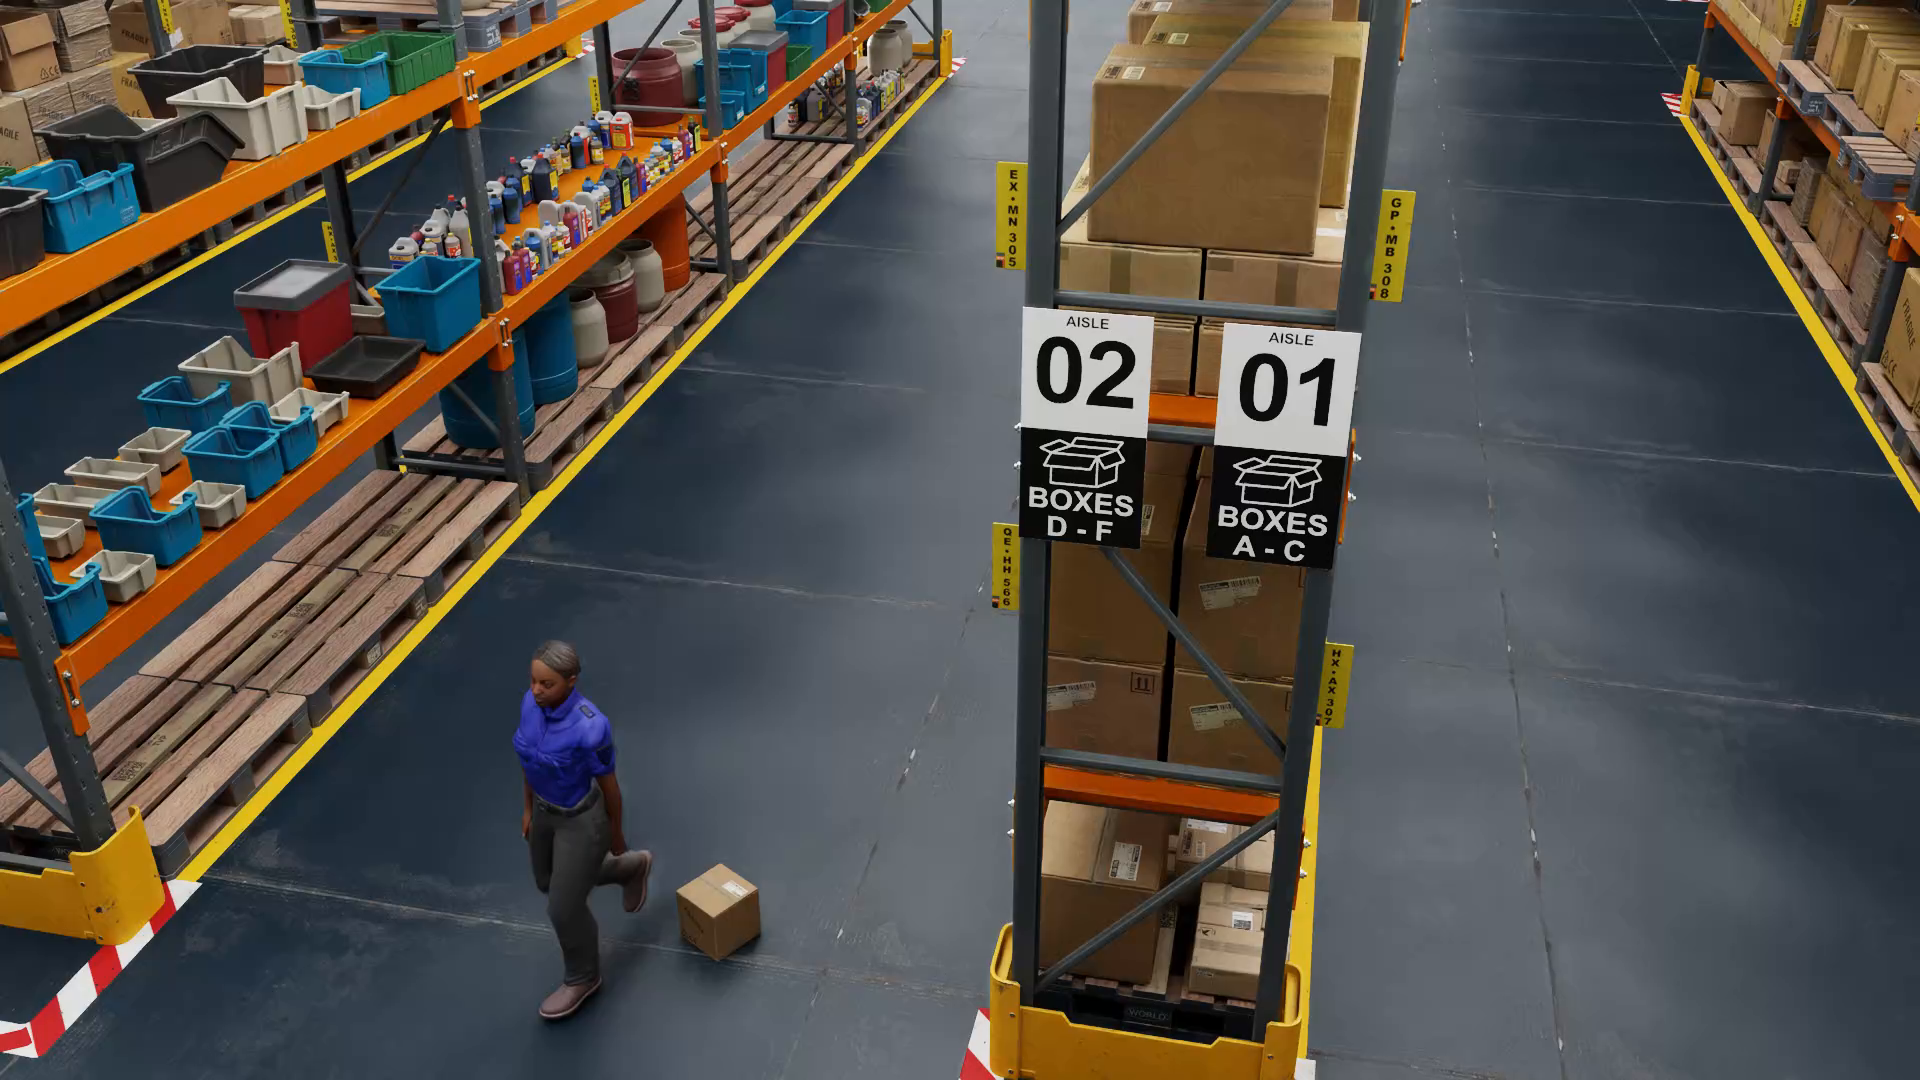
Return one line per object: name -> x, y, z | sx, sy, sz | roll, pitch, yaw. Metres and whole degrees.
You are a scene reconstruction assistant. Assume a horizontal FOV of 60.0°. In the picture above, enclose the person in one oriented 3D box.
person -> -1.507, 1.077, 6.636 | 0.444, 1.628, 0.736 | 23, 36, 35
